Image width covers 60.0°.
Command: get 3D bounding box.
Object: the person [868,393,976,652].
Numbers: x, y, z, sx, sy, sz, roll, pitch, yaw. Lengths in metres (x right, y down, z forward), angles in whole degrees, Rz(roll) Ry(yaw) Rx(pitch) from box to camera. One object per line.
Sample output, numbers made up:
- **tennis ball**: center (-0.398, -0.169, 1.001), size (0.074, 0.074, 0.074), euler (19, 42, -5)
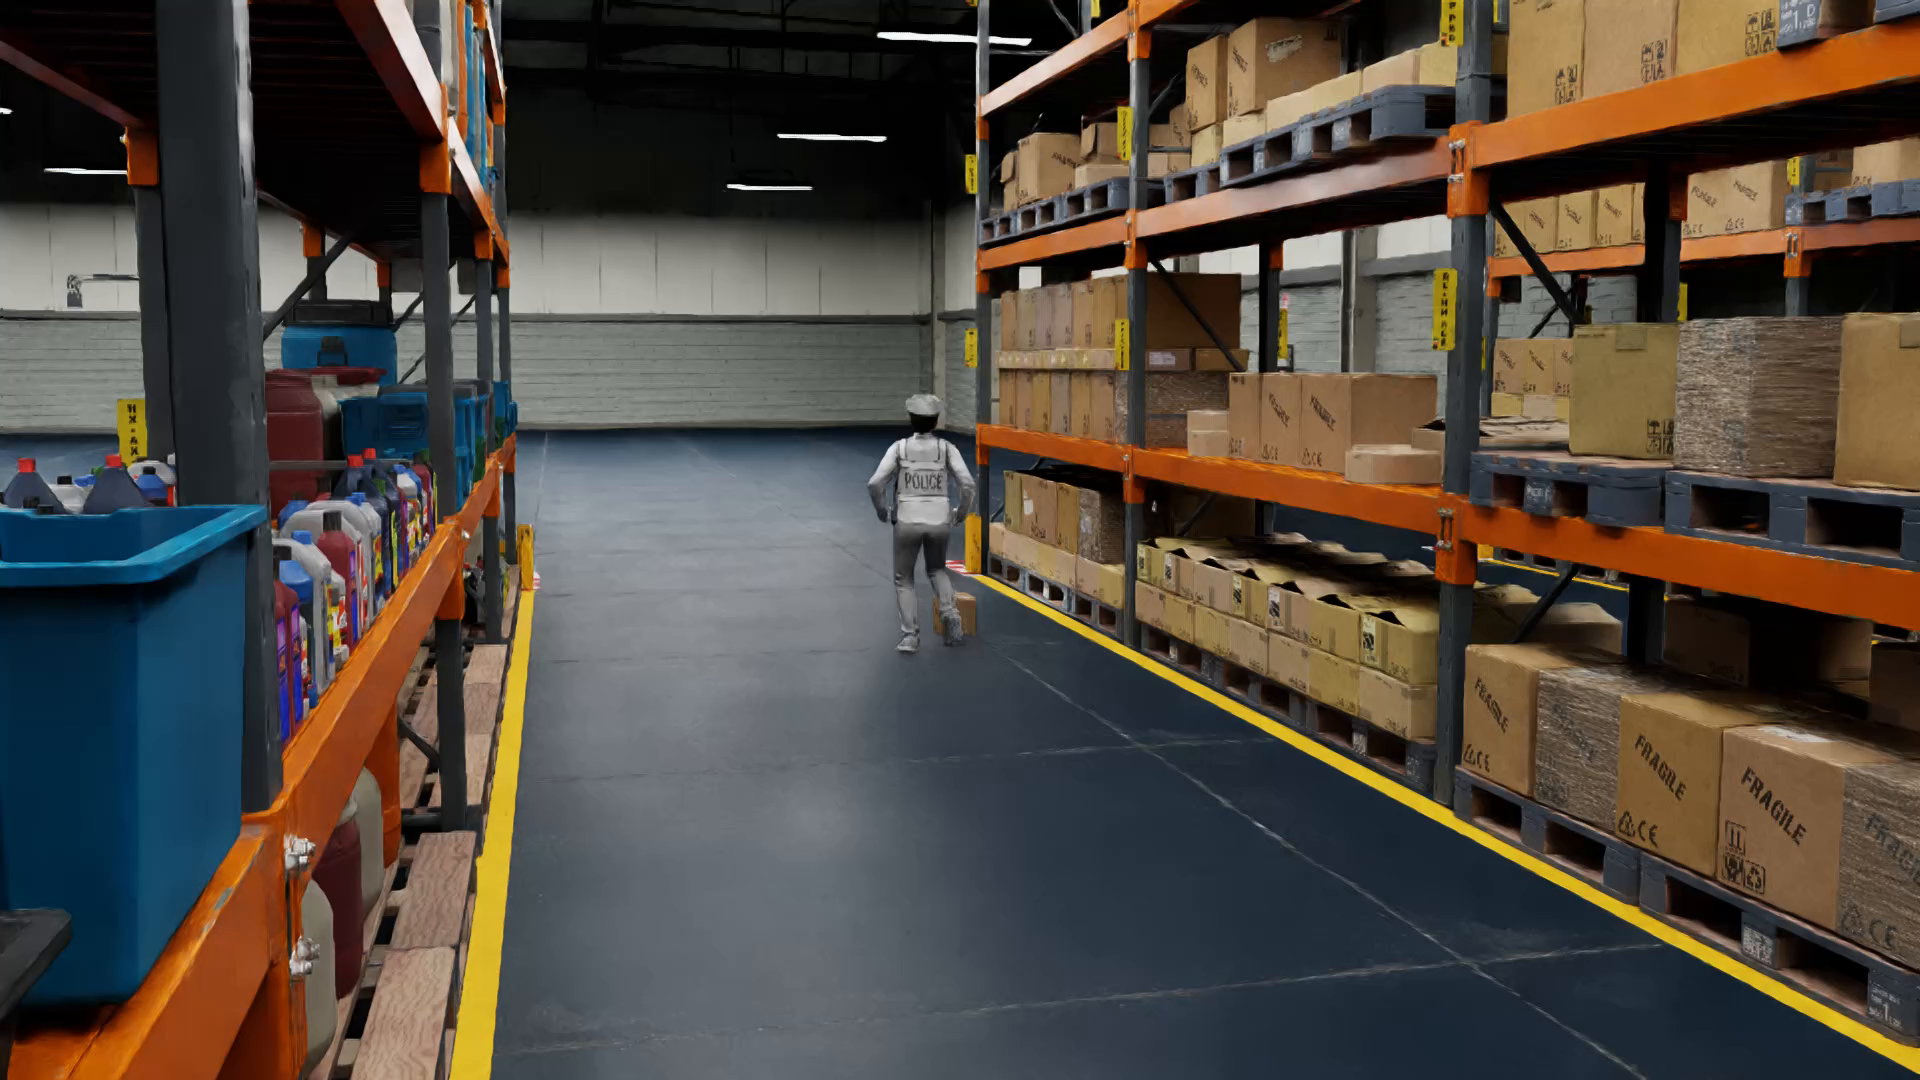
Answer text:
- **person**: center (-0.266, -0.103, 10.656), size (0.675, 1.671, 0.467), euler (-1, 6, -13)
